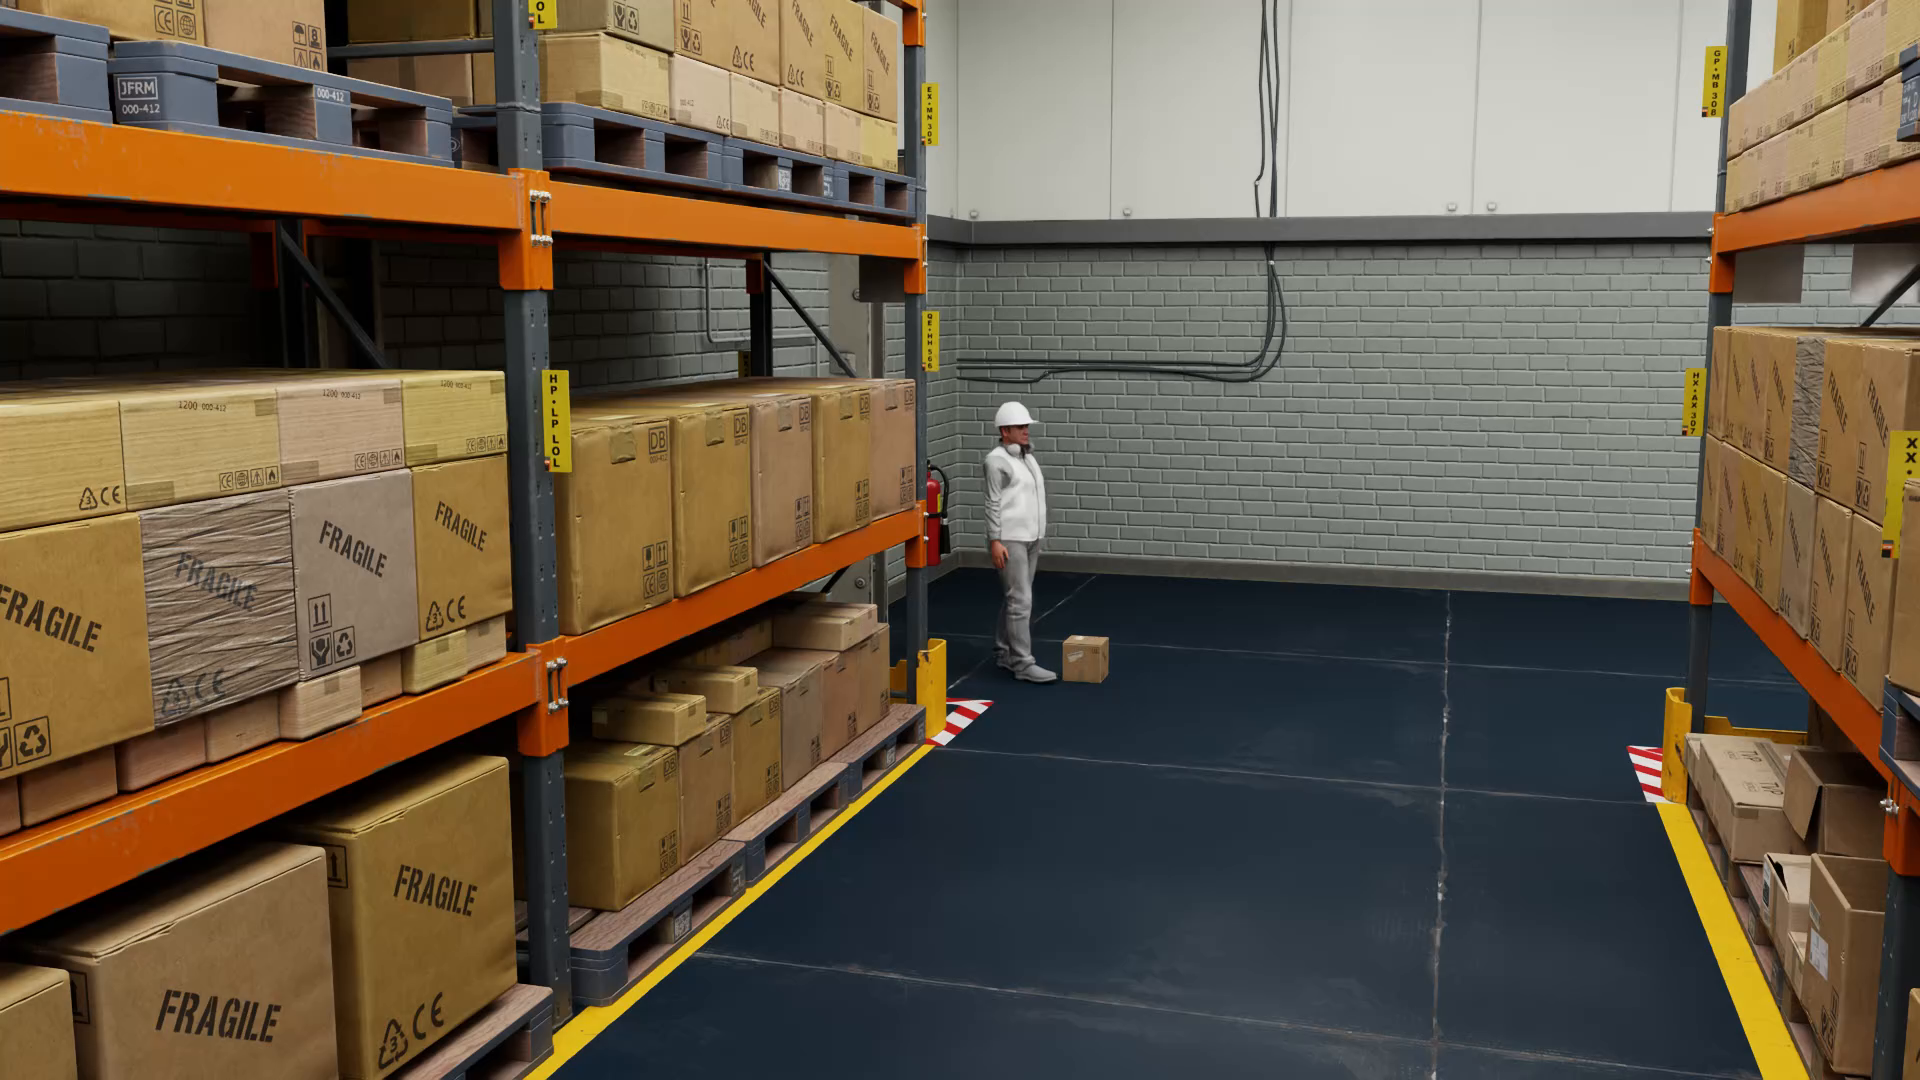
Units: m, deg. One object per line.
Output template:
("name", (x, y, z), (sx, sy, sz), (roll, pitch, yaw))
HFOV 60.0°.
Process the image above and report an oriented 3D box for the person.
("person", (0.434, -0.001, 10.730), (0.600, 1.769, 0.546), (5, 10, 30))
